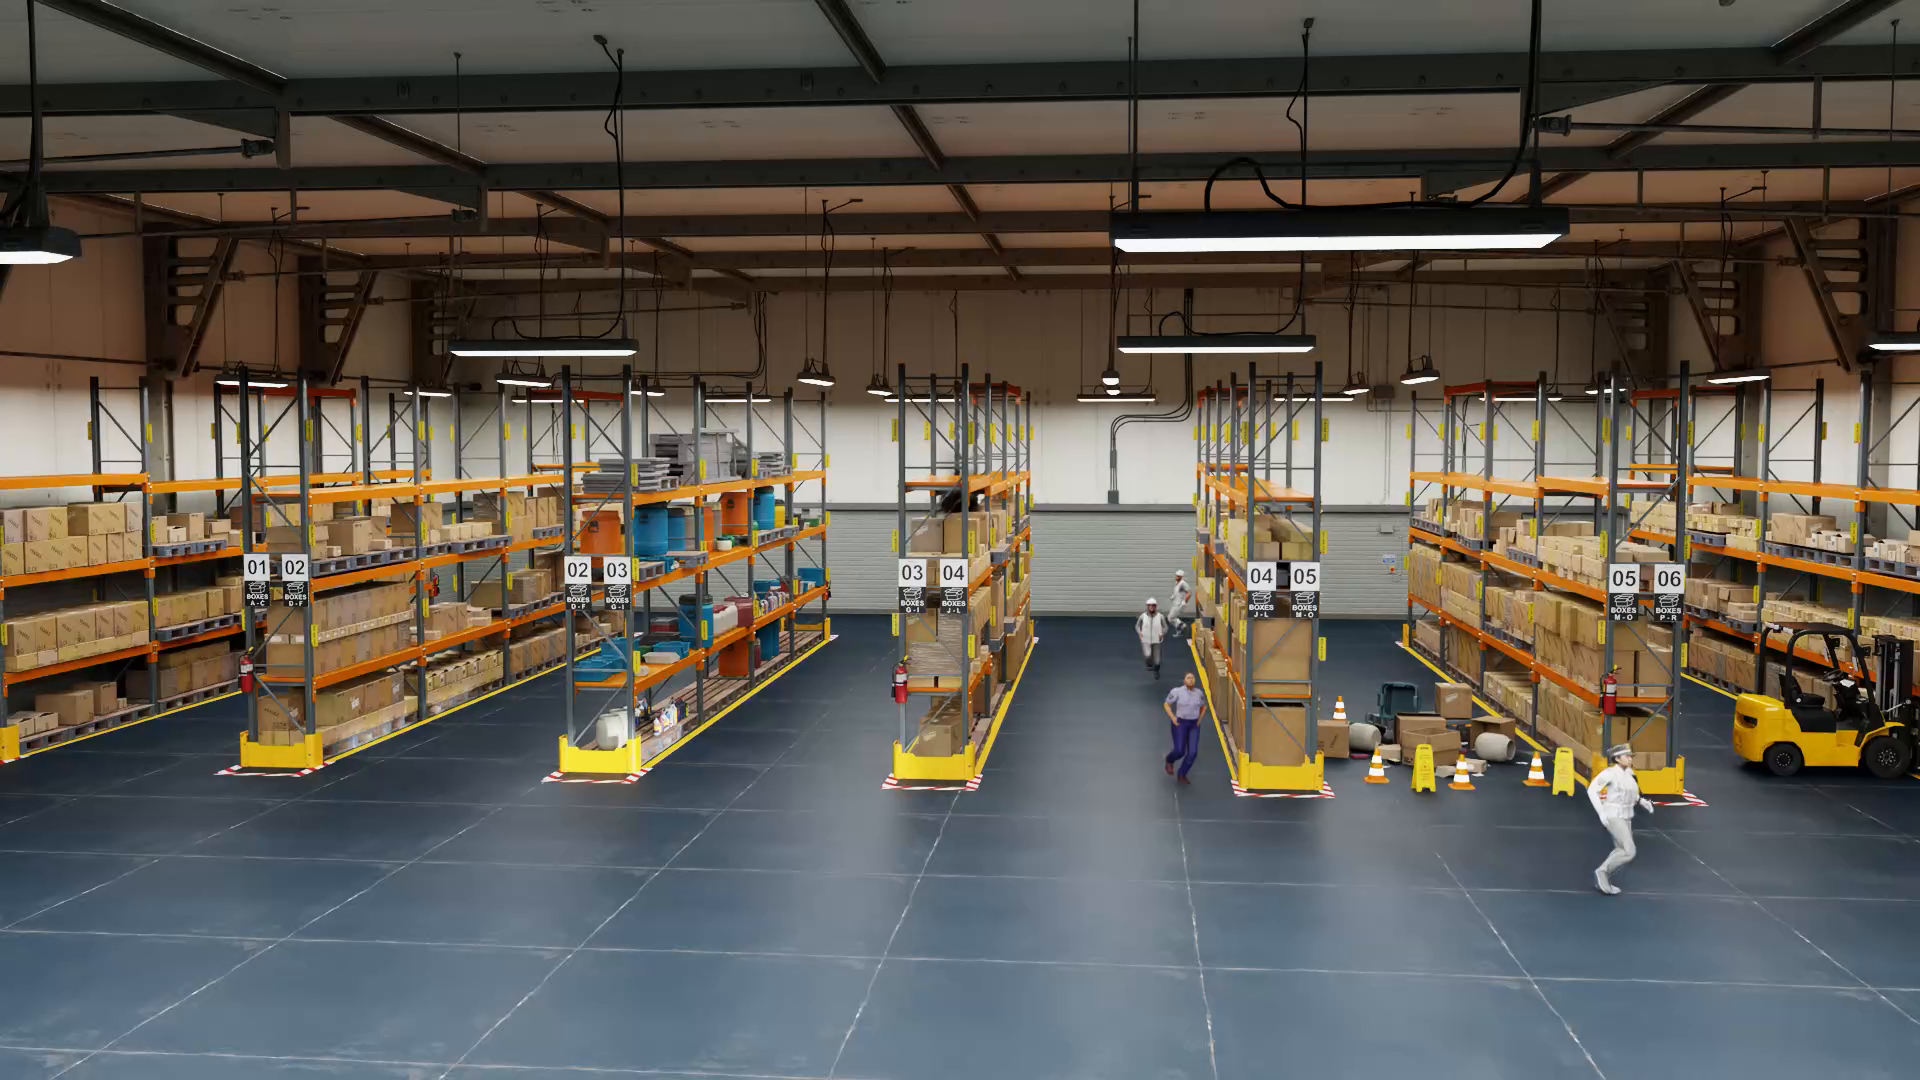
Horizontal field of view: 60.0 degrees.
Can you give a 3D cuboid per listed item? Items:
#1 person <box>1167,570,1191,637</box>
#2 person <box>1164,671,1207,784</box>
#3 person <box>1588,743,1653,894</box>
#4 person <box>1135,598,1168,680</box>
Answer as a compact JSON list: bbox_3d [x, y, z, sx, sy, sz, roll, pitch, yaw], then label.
[{"bbox_3d":[5.337,1.565,40.606,0.545,1.691,0.767,-1,4,-8],"label":"person"},{"bbox_3d":[3.256,2.684,23.897,0.632,1.593,0.532,-1,4,-12],"label":"person"},{"bbox_3d":[7.162,3.012,17.975,0.624,1.666,0.577,-3,5,-39],"label":"person"},{"bbox_3d":[3.798,1.983,33.026,0.657,1.654,0.734,0,4,7],"label":"person"}]
